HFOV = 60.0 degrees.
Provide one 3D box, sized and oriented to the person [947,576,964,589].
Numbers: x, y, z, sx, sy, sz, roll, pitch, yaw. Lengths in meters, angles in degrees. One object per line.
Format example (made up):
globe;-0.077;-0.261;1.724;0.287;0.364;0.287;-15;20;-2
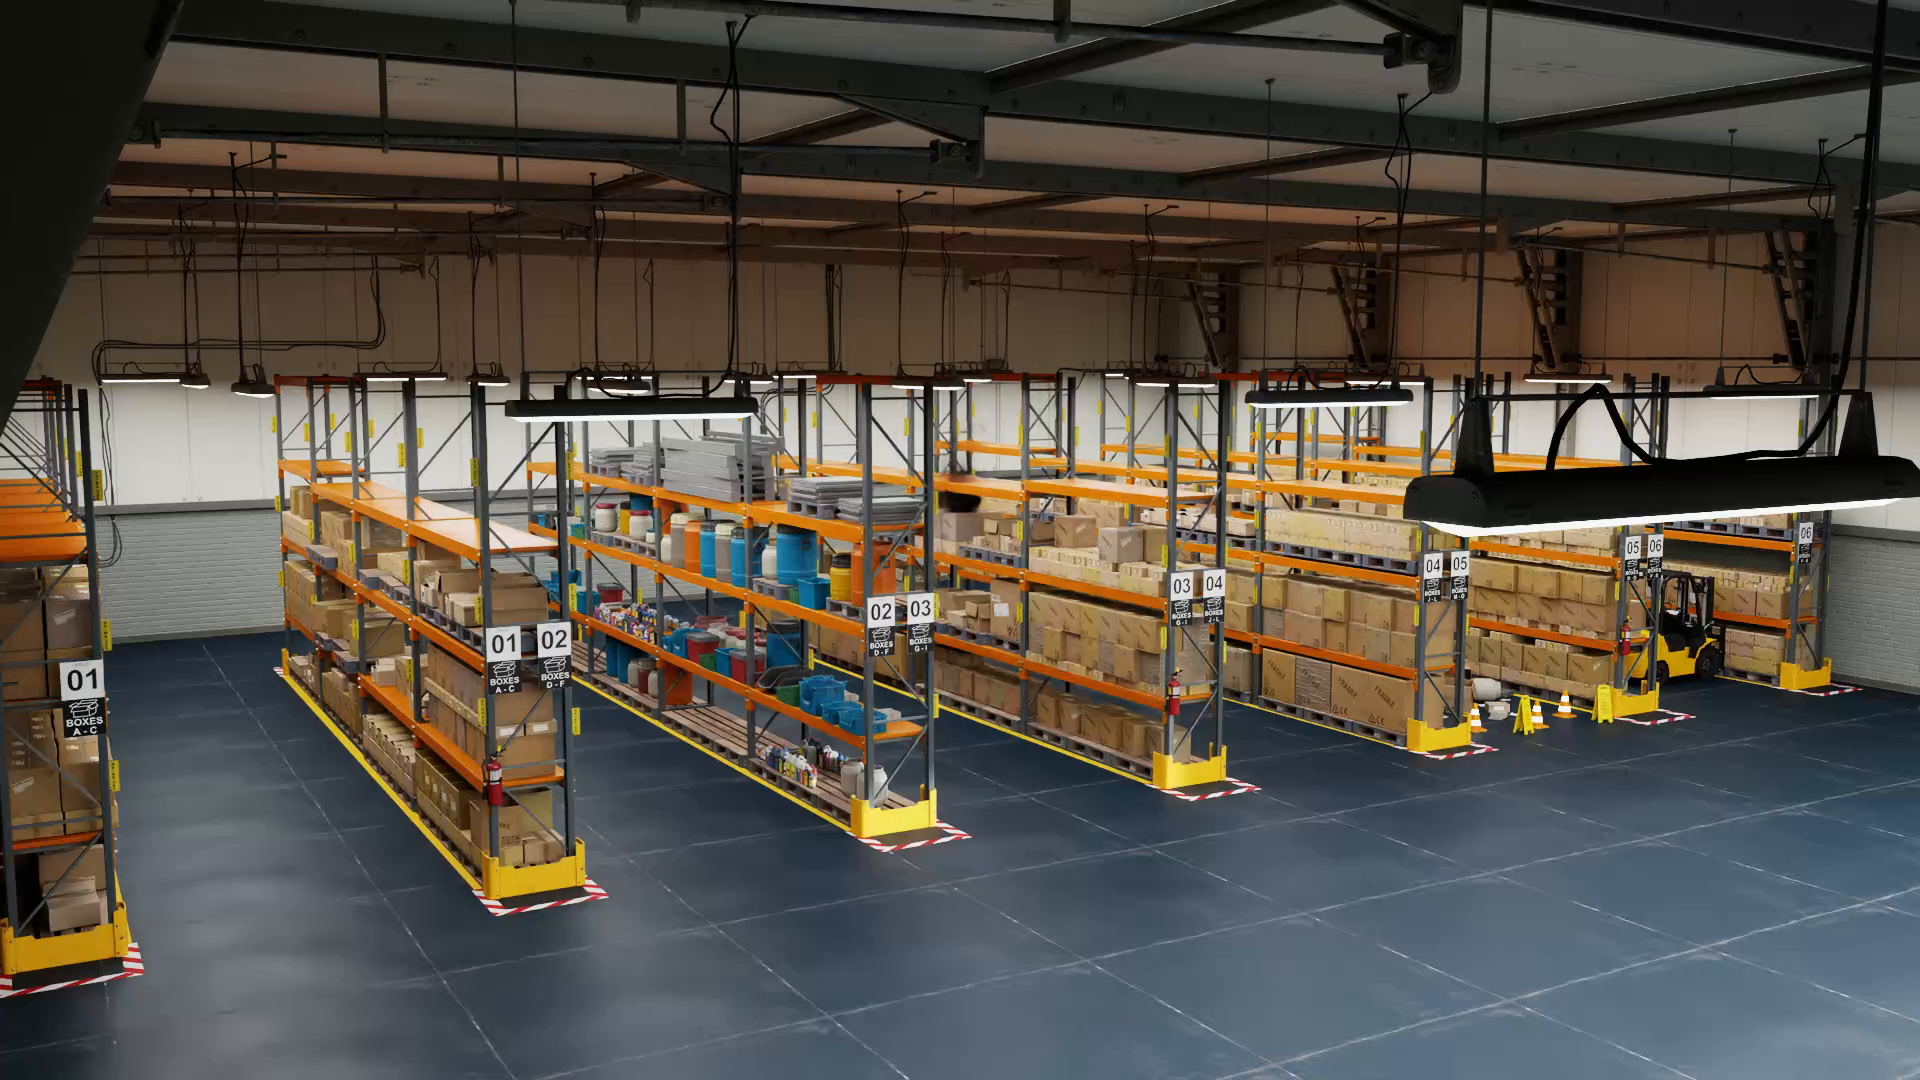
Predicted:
person;-0.084;0.849;42.232;0.509;1.728;0.740;3;7;22

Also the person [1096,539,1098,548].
person;3.756;0.700;44.740;0.512;1.513;0.602;0;6;2
